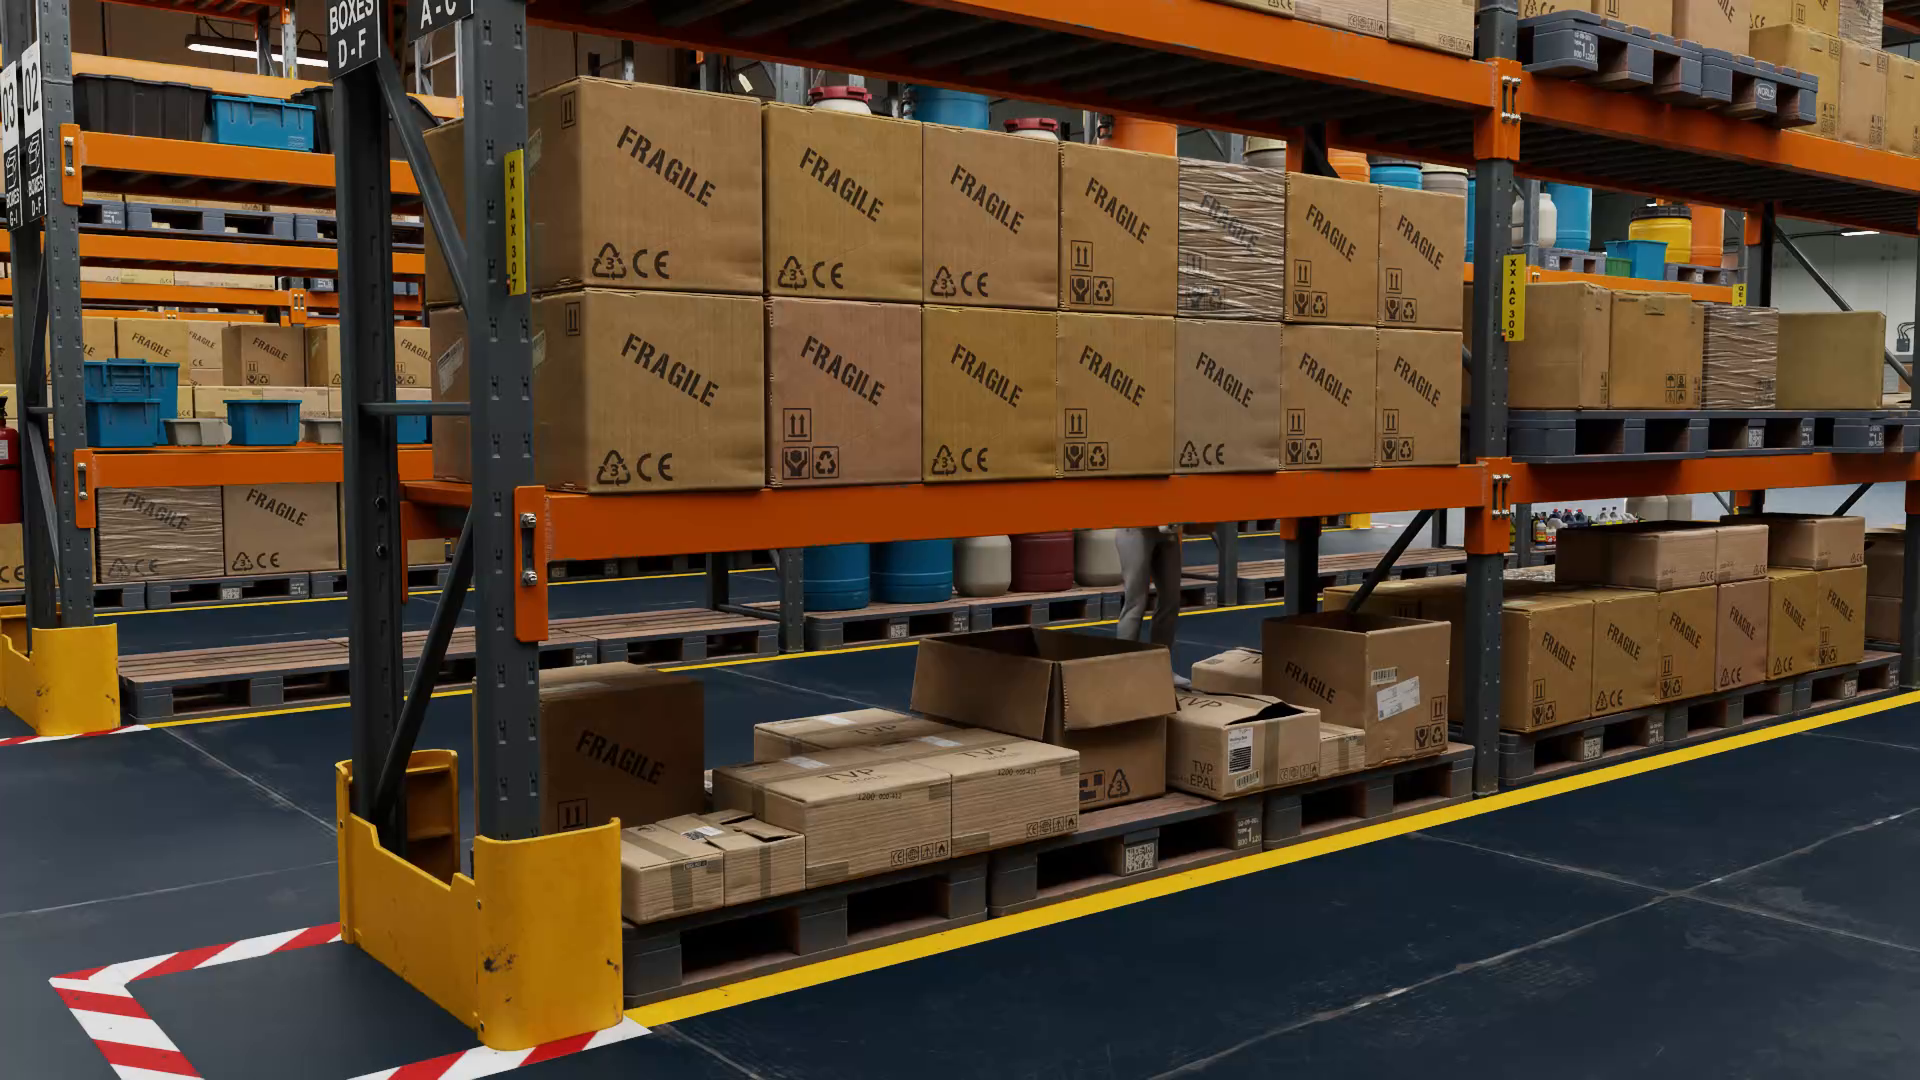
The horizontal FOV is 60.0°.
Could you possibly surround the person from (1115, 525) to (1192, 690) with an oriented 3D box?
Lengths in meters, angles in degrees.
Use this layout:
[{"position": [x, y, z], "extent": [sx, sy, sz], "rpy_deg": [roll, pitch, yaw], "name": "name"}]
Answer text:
[{"position": [1.068, -0.029, 8.983], "extent": [0.459, 1.686, 0.560], "rpy_deg": [-3, 6, -38], "name": "person"}]
